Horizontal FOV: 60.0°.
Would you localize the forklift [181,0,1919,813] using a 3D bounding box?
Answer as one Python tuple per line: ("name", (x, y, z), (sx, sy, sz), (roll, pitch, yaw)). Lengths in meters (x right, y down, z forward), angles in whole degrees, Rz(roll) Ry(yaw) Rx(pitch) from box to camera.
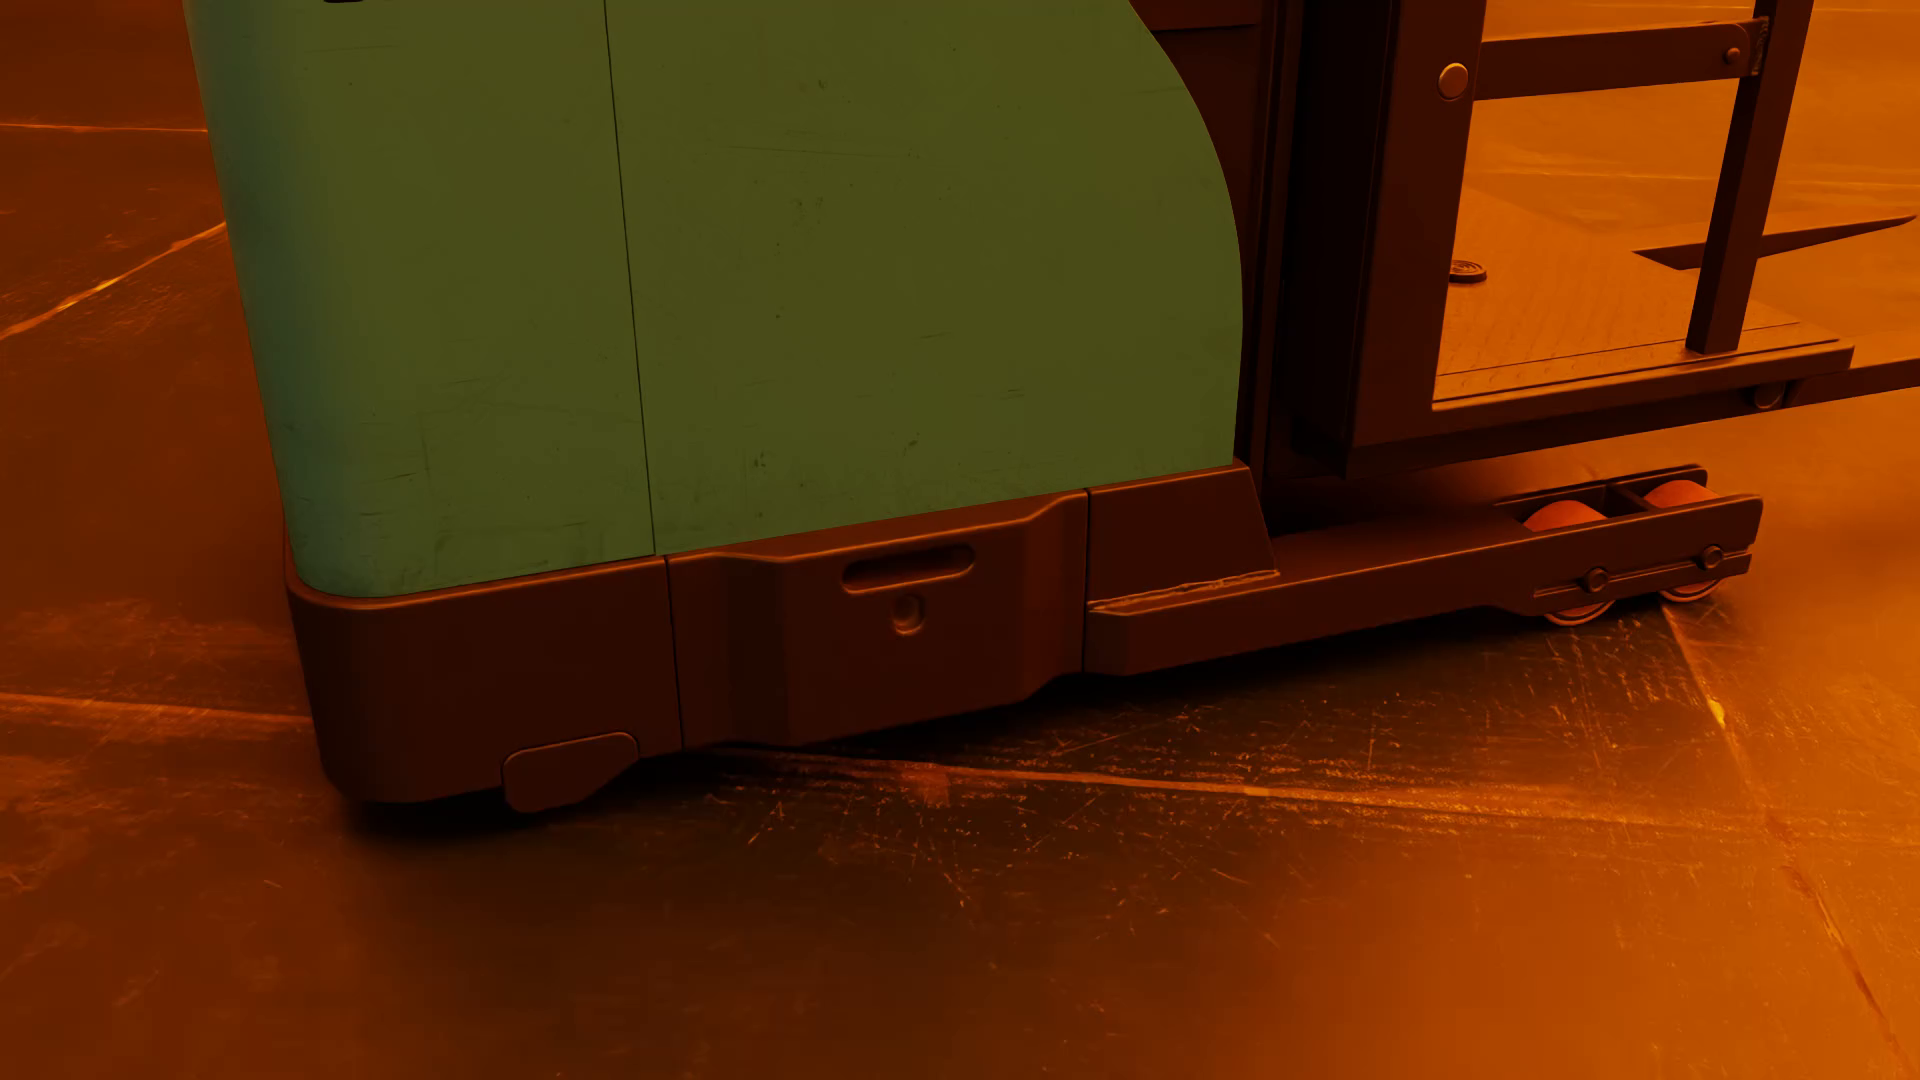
("forklift", (0.572, -1.406, 2.035), (3.031, 2.935, 1.130), (-9, 28, -18))
